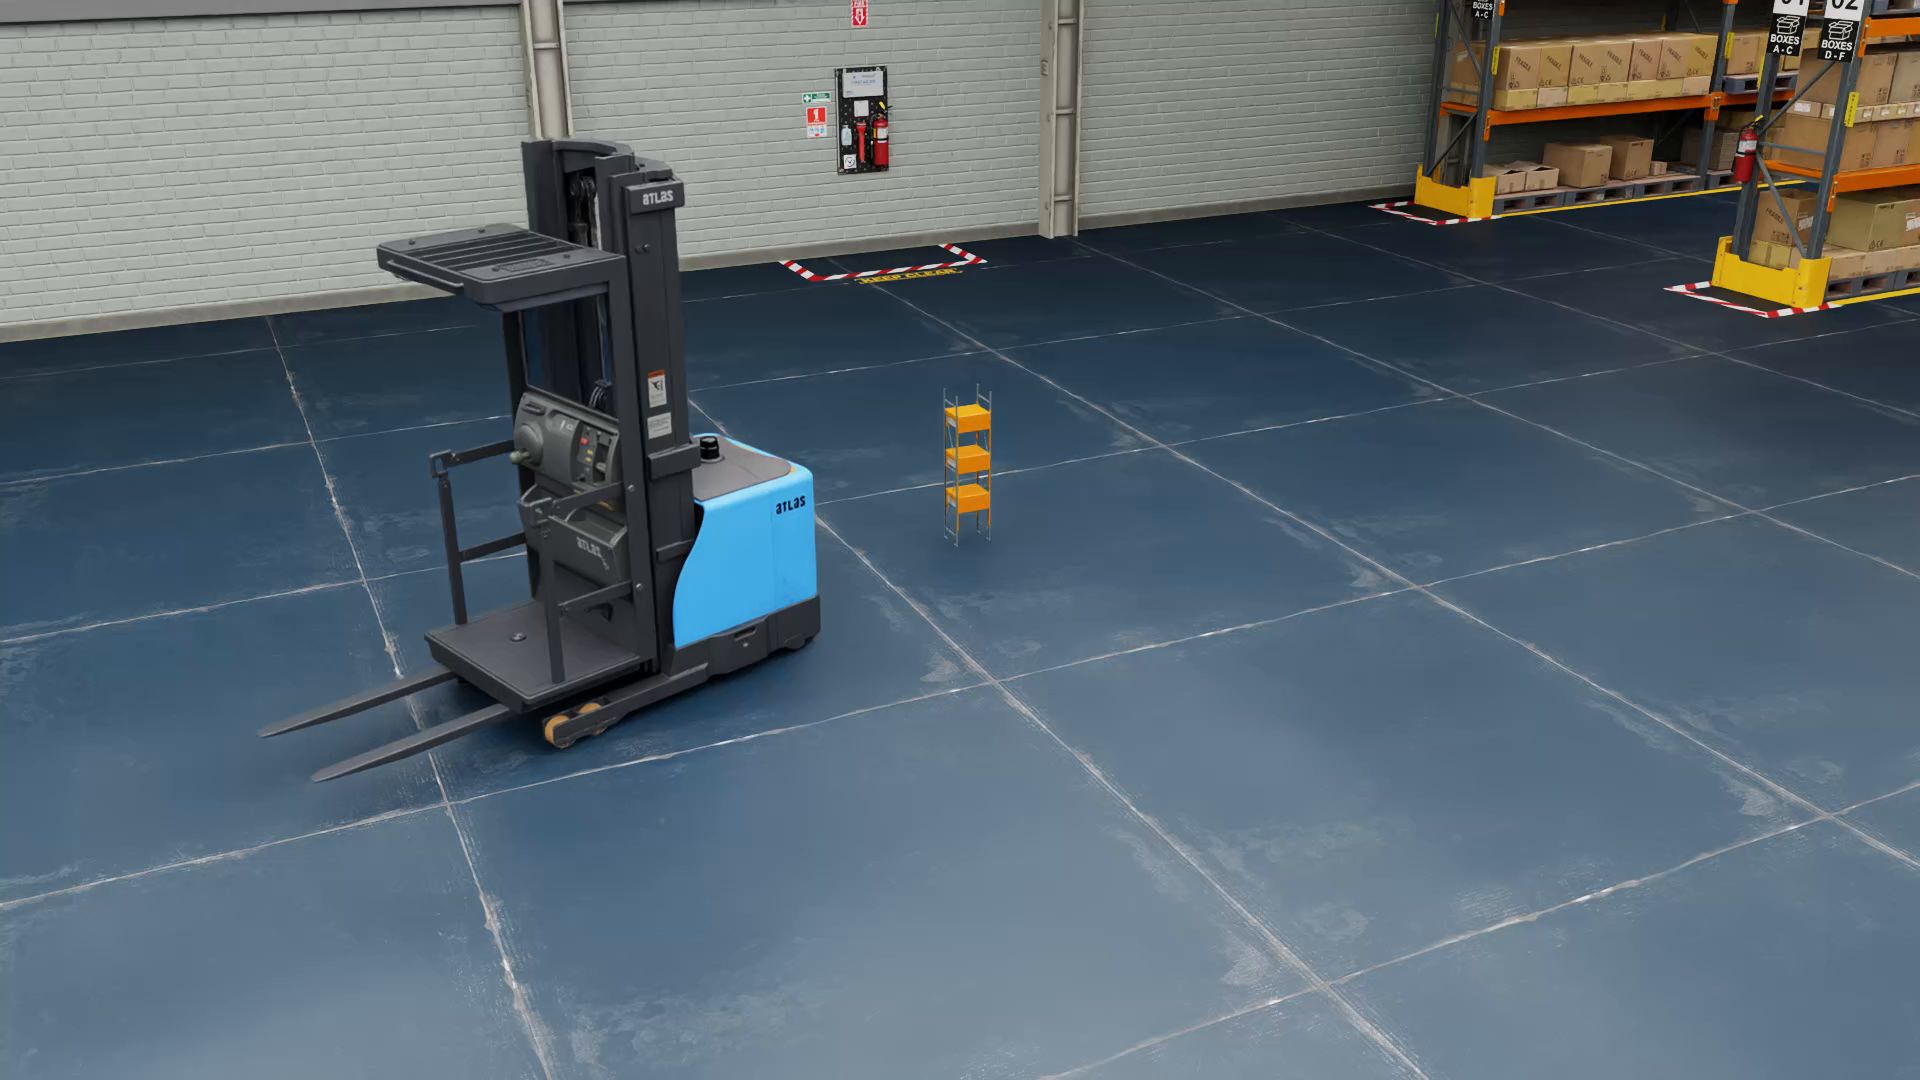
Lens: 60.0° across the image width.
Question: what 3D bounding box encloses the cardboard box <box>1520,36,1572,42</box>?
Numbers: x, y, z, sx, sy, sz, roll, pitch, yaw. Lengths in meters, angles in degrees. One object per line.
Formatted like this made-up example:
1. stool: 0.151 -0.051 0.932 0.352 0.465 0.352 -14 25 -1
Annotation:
1. cardboard box: 7.593 -6.283 21.697 0.500 0.500 0.500 -11 25 -25

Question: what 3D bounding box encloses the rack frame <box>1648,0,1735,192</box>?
1. rack frame: 9.943 -6.341 22.648 0.127 3.000 1.000 -10 25 -24

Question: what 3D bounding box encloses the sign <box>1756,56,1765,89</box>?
1. sign: 8.267 -4.805 17.113 0.005 0.325 0.100 -10 25 -24

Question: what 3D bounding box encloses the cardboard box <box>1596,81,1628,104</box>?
1. cardboard box: 8.295 -5.846 21.621 0.500 0.250 0.500 -10 25 -23

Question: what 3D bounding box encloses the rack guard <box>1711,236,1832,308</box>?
1. rack guard: 8.468 -2.812 17.391 0.348 0.500 1.175 -10 25 -24

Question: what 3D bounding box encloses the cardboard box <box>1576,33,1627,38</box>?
1. cardboard box: 8.509 -6.457 22.116 0.500 0.500 0.500 -10 24 -22

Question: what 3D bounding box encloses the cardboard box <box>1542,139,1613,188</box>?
1. cardboard box: 8.197 -5.009 22.122 0.500 0.500 0.700 -12 25 -27

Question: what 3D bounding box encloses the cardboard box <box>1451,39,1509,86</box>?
1. cardboard box: 6.671 -6.116 21.292 0.500 0.500 0.500 -11 25 -24

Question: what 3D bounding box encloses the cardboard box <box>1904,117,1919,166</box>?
1. cardboard box: 9.837 -4.260 17.488 0.500 0.500 0.700 -10 25 -23

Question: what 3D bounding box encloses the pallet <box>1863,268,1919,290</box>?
1. pallet: 10.259 -3.025 18.282 1.213 0.211 1.003 -10 25 -24

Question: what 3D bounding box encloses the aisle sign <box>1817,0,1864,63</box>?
1. aisle sign: 8.564 -5.056 16.144 0.004 0.787 0.394 -10 25 -24

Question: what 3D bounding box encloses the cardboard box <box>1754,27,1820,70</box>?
1. cardboard box: 11.502 -6.874 23.228 0.500 0.500 0.700 -7 23 -16

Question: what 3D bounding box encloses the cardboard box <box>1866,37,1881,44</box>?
1. cardboard box: 12.636 -7.071 23.704 0.500 0.500 0.700 -13 26 -29

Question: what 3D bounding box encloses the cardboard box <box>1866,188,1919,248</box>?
1. cardboard box: 9.964 -3.425 17.667 0.500 0.500 0.500 -10 25 -24

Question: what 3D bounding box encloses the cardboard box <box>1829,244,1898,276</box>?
1. cardboard box: 9.519 -2.992 17.601 0.500 0.250 0.500 -10 25 -24

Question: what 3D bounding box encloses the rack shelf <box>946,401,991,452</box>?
1. rack shelf: 0.048 -0.746 10.966 0.240 0.259 0.215 -10 25 -24

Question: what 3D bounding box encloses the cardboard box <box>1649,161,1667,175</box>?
1. cardboard box: 9.474 -5.137 22.866 0.250 0.166 0.380 -14 26 -30

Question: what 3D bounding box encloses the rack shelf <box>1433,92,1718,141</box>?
1. rack shelf: 8.140 -5.677 21.984 4.000 0.370 1.077 -10 25 -24

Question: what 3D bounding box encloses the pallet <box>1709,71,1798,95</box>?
1. pallet: 10.694 -6.329 22.870 1.213 0.211 1.003 -10 25 -24

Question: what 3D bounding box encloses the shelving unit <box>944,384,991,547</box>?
1. shelving unit: 0.048 -0.494 11.071 0.252 1.050 0.215 -10 25 -24

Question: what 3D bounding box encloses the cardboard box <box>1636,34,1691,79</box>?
1. cardboard box: 9.203 -6.358 21.878 0.500 0.500 0.500 -11 25 -24

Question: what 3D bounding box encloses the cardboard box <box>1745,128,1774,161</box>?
1. cardboard box: 11.042 -5.621 23.600 0.500 0.500 0.700 -11 25 -25

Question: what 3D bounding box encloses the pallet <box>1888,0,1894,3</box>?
1. pallet: 10.239 -5.629 17.120 1.213 0.211 1.003 -10 25 -24

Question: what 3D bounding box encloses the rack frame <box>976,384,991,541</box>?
1. rack frame: 0.158 -0.514 11.120 0.008 1.050 0.200 -10 25 -24

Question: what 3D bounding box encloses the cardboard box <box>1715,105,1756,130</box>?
1. cardboard box: 10.994 -5.938 23.387 0.500 0.250 0.500 -11 25 -25

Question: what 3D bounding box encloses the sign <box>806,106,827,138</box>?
1. sign: -1.599 -4.660 18.540 0.234 0.329 0.001 -10 25 -24

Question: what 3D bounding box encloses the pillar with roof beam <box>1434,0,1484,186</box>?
1. pillar with roof beam: 8.461 -7.380 17.314 0.400 9.000 9.100 -10 25 -24

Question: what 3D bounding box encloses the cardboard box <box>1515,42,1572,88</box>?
1. cardboard box: 7.349 -6.019 21.057 0.500 0.500 0.500 -10 25 -23

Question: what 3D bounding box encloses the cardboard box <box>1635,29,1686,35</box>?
1. cardboard box: 9.428 -6.622 22.515 0.500 0.500 0.500 -11 25 -25

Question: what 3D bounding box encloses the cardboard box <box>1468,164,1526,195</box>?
1. cardboard box: 7.001 -4.723 21.677 0.500 0.311 0.500 -14 26 -30

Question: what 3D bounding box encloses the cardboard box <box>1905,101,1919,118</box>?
1. cardboard box: 9.628 -4.435 17.063 0.250 0.149 0.380 -11 25 -24

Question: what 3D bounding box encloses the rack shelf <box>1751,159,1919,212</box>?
1. rack shelf: 10.292 -3.971 17.861 4.000 0.370 1.077 -10 25 -24

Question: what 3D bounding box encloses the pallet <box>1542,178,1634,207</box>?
1. pallet: 8.252 -4.726 22.390 1.213 0.211 1.003 -10 25 -24

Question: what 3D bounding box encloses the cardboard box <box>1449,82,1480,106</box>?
1. cardboard box: 6.675 -5.762 21.419 0.500 0.250 0.500 -10 25 -23

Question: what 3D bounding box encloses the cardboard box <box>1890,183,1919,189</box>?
1. cardboard box: 10.190 -3.686 18.299 0.500 0.500 0.500 -10 25 -24

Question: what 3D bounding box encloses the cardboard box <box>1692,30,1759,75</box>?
1. cardboard box: 10.416 -6.664 22.720 0.500 0.500 0.700 -10 25 -23

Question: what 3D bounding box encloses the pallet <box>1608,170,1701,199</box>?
1. pallet: 9.353 -4.929 22.883 1.213 0.211 1.003 -10 25 -24

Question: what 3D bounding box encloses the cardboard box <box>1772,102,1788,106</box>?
1. cardboard box: 11.919 -6.102 23.783 0.500 0.250 0.500 -11 25 -24

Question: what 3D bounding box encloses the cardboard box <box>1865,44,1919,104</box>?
1. cardboard box: 9.436 -4.788 17.068 0.500 0.500 0.700 -11 25 -25

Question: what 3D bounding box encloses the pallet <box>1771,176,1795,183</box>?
1. pallet: 11.744 -5.387 23.987 1.213 0.211 1.003 -10 25 -24

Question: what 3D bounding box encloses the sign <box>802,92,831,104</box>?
1. sign: -1.591 -4.903 18.433 0.331 0.109 0.001 -10 25 -24

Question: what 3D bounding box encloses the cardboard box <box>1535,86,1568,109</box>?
1. cardboard box: 7.377 -5.680 21.221 0.500 0.250 0.500 -11 25 -25

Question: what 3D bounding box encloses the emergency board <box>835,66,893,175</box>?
1. emergency board: -1.056 -4.700 18.683 0.643 1.169 0.194 -10 25 -24

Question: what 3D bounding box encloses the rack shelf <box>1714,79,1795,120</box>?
1. rack shelf: 11.745 -6.341 23.587 4.000 0.370 1.077 -10 25 -24

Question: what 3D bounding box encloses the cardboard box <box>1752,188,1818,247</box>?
1. cardboard box: 8.844 -3.433 17.687 0.500 0.500 0.500 -10 25 -24

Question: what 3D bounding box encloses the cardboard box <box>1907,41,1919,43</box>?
1. cardboard box: 10.341 -4.955 17.471 0.500 0.500 0.700 -10 25 -24

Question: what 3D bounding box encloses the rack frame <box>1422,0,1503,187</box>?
1. rack frame: 6.338 -5.678 21.045 0.127 3.000 1.000 -10 25 -24

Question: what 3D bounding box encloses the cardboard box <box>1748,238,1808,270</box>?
1. cardboard box: 8.845 -3.086 17.829 0.500 0.250 0.500 -10 25 -24

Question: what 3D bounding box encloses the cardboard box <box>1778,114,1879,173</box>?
1. cardboard box: 8.916 -4.091 17.080 0.500 0.500 0.700 -10 25 -24

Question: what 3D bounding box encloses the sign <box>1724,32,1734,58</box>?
1. sign: 10.185 -6.556 22.034 0.005 0.325 0.100 -10 25 -24

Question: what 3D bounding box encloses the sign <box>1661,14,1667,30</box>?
1. sign: 9.699 -7.067 22.887 0.005 0.325 0.100 -10 25 -24

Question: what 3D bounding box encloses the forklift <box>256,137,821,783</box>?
1. forklift: -2.220 -0.497 8.617 3.031 2.935 1.130 -21 30 -41

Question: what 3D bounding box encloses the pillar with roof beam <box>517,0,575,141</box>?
1. pillar with roof beam: -2.352 -5.390 12.505 0.400 9.000 9.100 -10 25 -24

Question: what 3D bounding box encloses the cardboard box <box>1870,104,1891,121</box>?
1. cardboard box: 9.174 -4.353 16.865 0.250 0.149 0.380 -11 25 -25

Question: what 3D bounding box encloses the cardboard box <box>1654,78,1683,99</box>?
1. cardboard box: 9.195 -6.019 22.038 0.500 0.250 0.500 -10 25 -23

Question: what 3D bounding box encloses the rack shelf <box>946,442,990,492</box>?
1. rack shelf: 0.048 -0.484 11.075 0.240 0.259 0.215 -10 25 -24

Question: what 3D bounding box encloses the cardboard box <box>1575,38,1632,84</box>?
1. cardboard box: 8.277 -6.192 21.476 0.500 0.500 0.500 -10 24 -22
